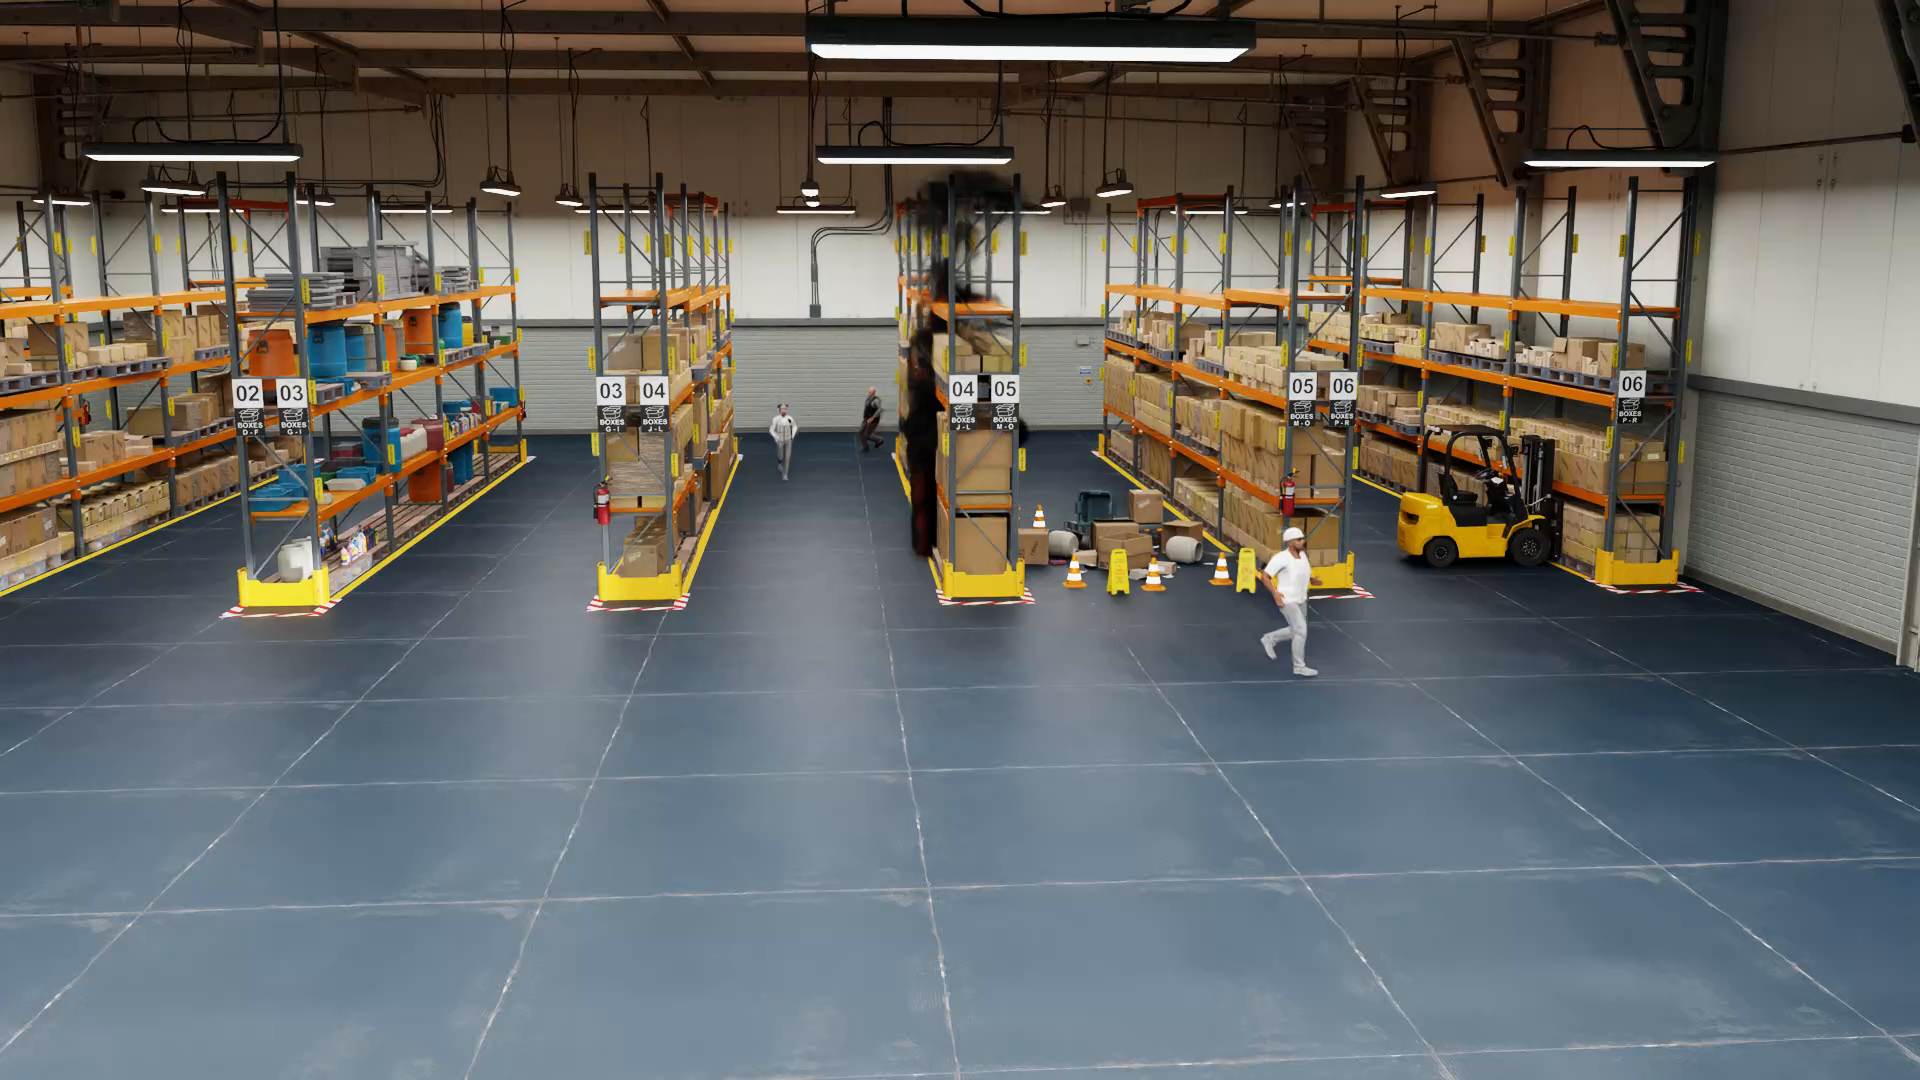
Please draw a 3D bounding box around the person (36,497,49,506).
[{"bbox_3d":[-17.552,-1.343,31.560,0.520,1.611,0.856,-3,10,-14],"label":"person"}]

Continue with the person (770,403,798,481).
[{"bbox_3d":[-3.829,-2.158,36.188,0.617,1.671,0.696,-2,10,-13],"label":"person"}]

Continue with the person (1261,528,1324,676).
[{"bbox_3d":[3.889,0.708,19.653,0.831,1.742,0.705,10,14,44],"label":"person"}]

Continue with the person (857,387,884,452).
[{"bbox_3d":[-2.107,-2.944,40.760,0.634,1.653,0.751,-6,12,-30],"label":"person"}]
